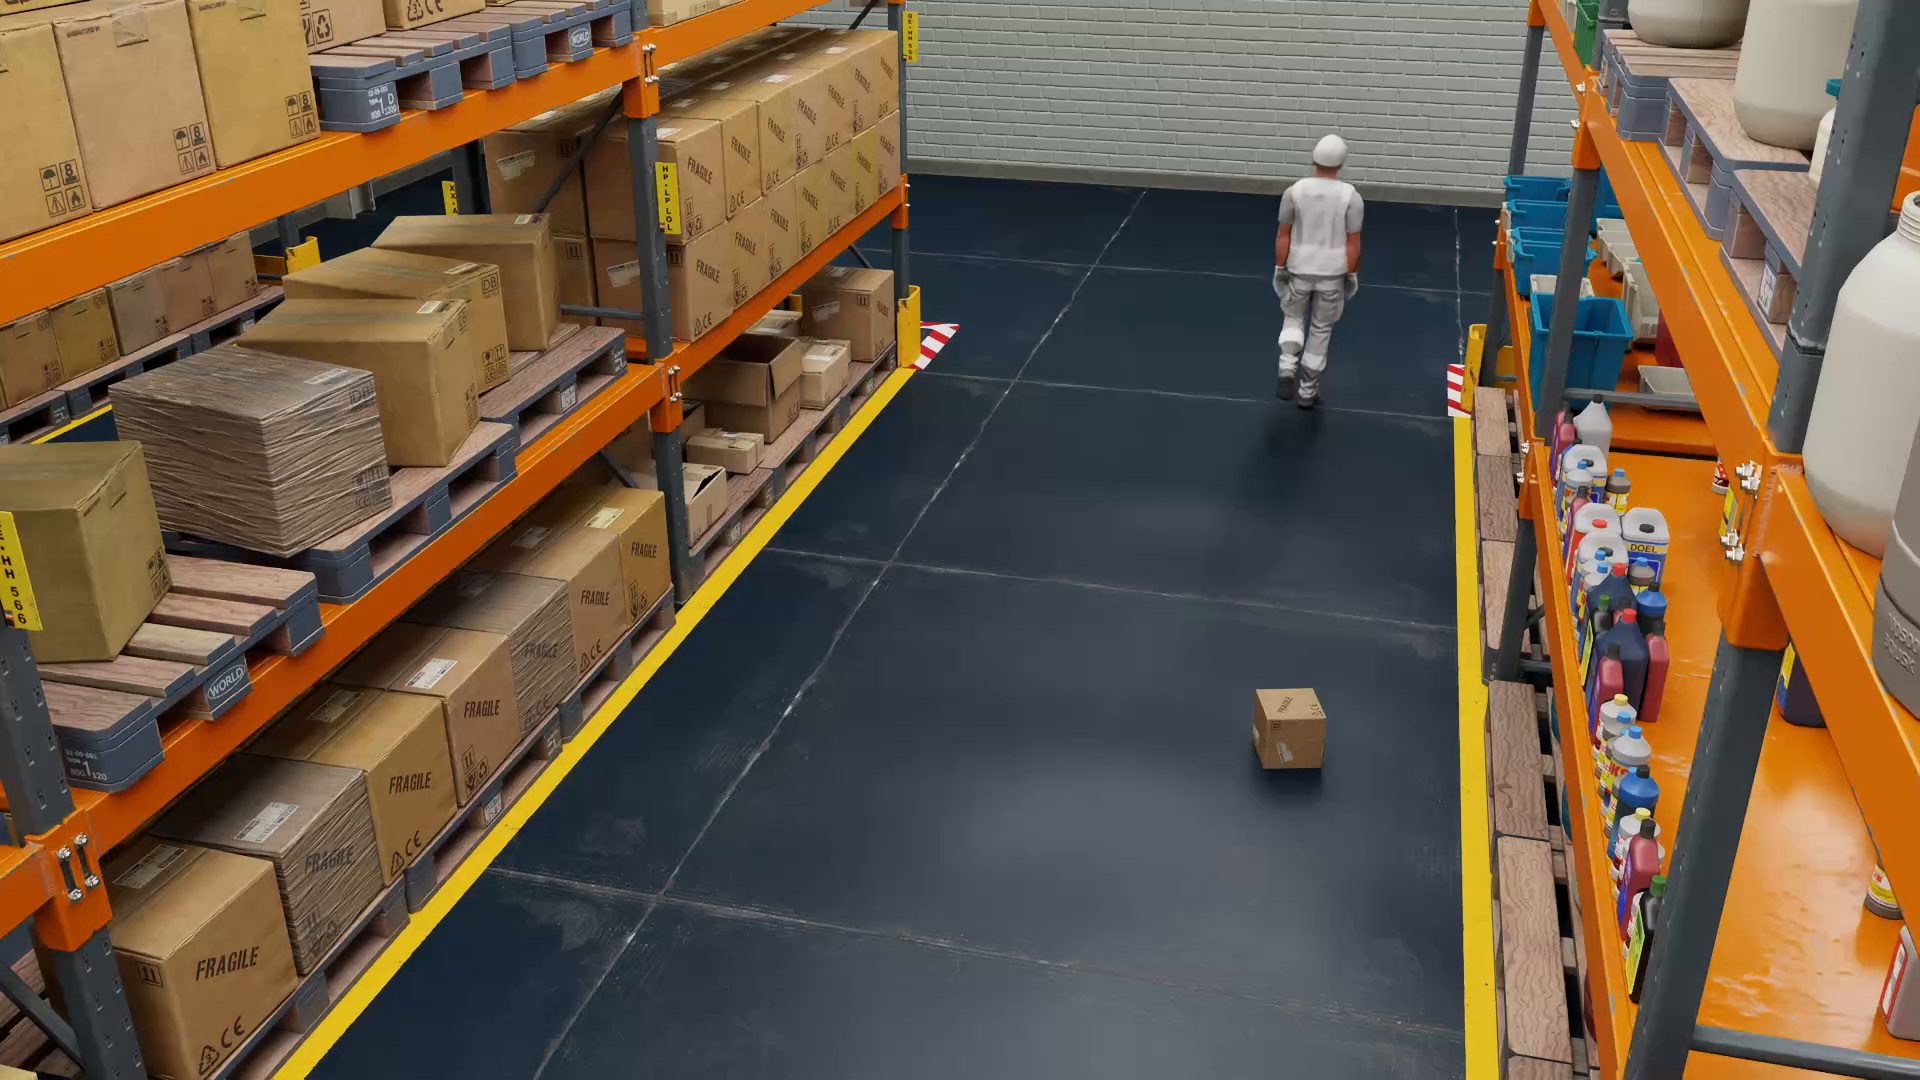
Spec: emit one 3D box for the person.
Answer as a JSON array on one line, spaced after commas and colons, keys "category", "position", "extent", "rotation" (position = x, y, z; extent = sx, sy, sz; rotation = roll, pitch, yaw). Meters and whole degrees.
[{"category": "person", "position": [2.287, -1.710, 10.681], "extent": [0.537, 1.779, 0.515], "rotation": [10, 27, 20]}]
